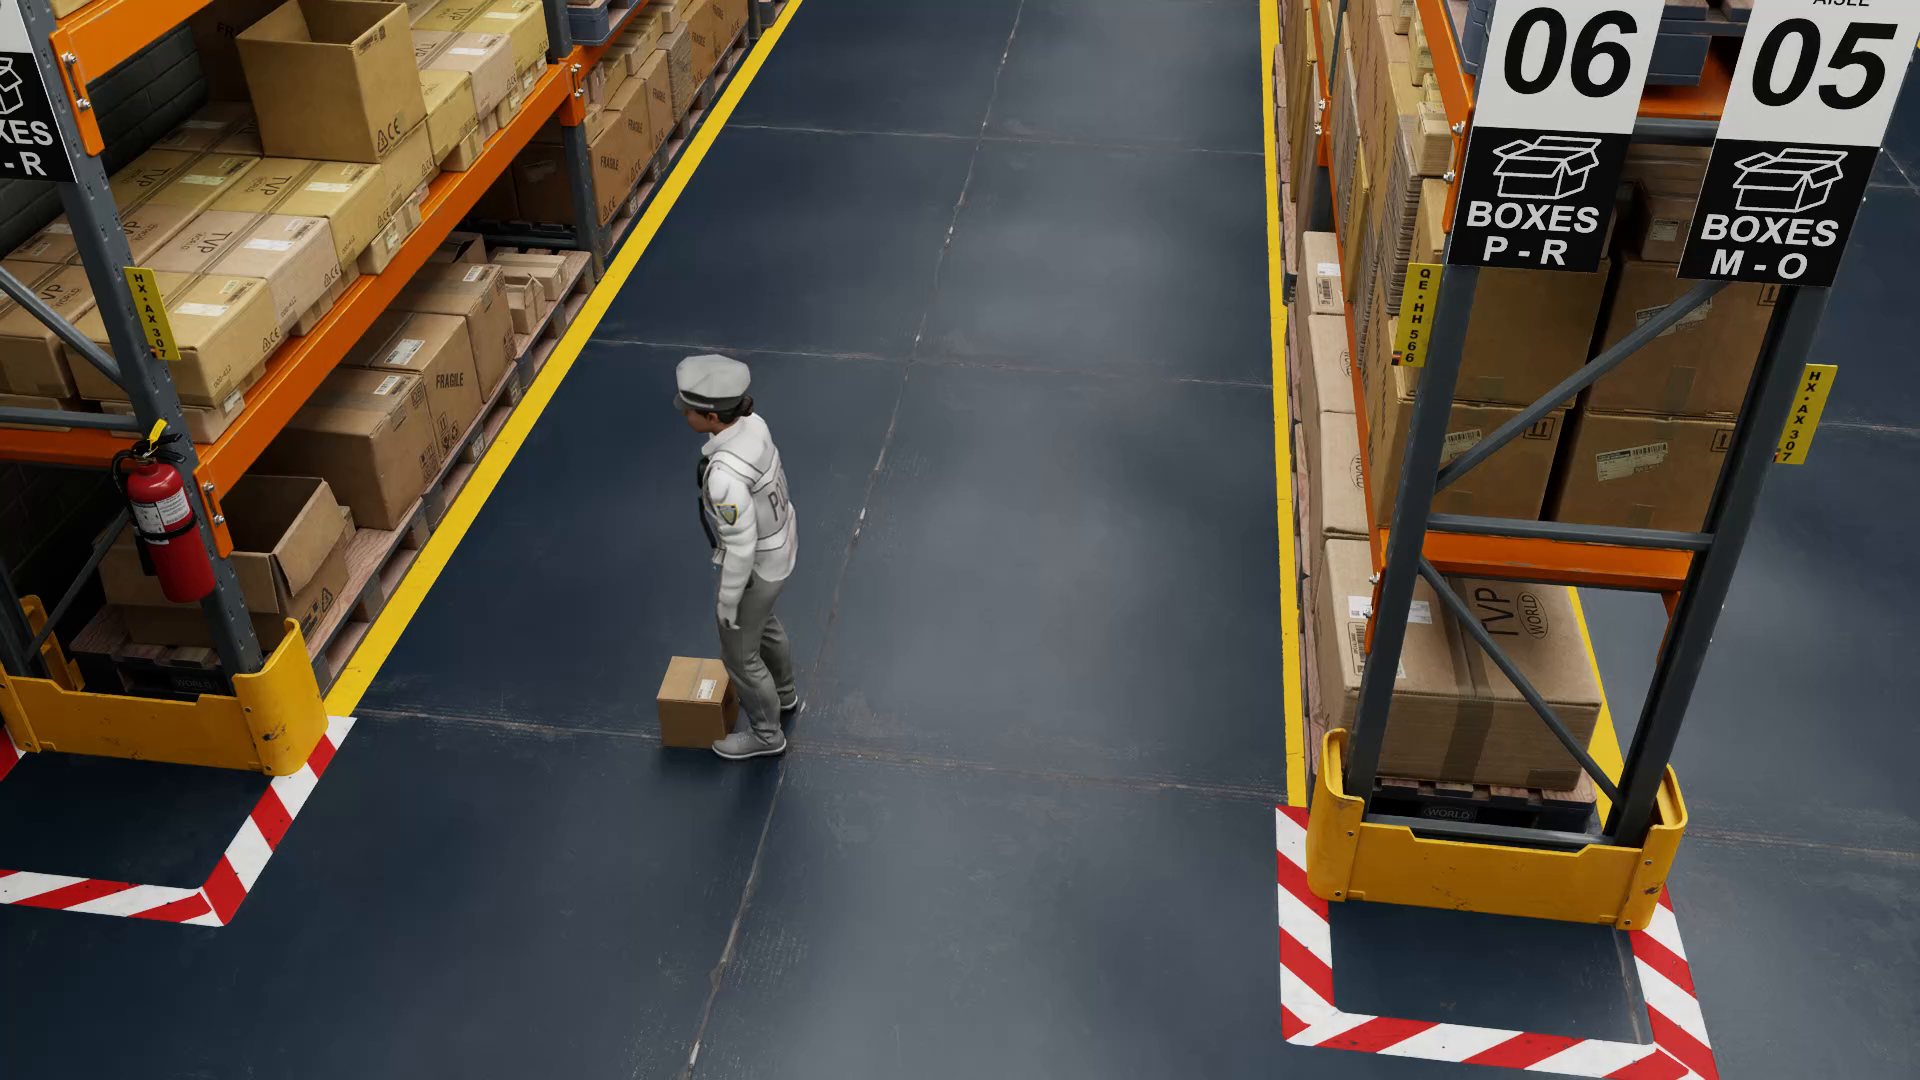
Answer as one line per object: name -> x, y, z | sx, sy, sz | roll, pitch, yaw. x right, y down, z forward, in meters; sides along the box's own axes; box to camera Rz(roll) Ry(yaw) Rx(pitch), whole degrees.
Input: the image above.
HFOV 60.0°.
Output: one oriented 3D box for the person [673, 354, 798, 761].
person -> -0.777, 0.084, 6.028 | 0.371, 1.666, 0.547 | 2, 36, 3
